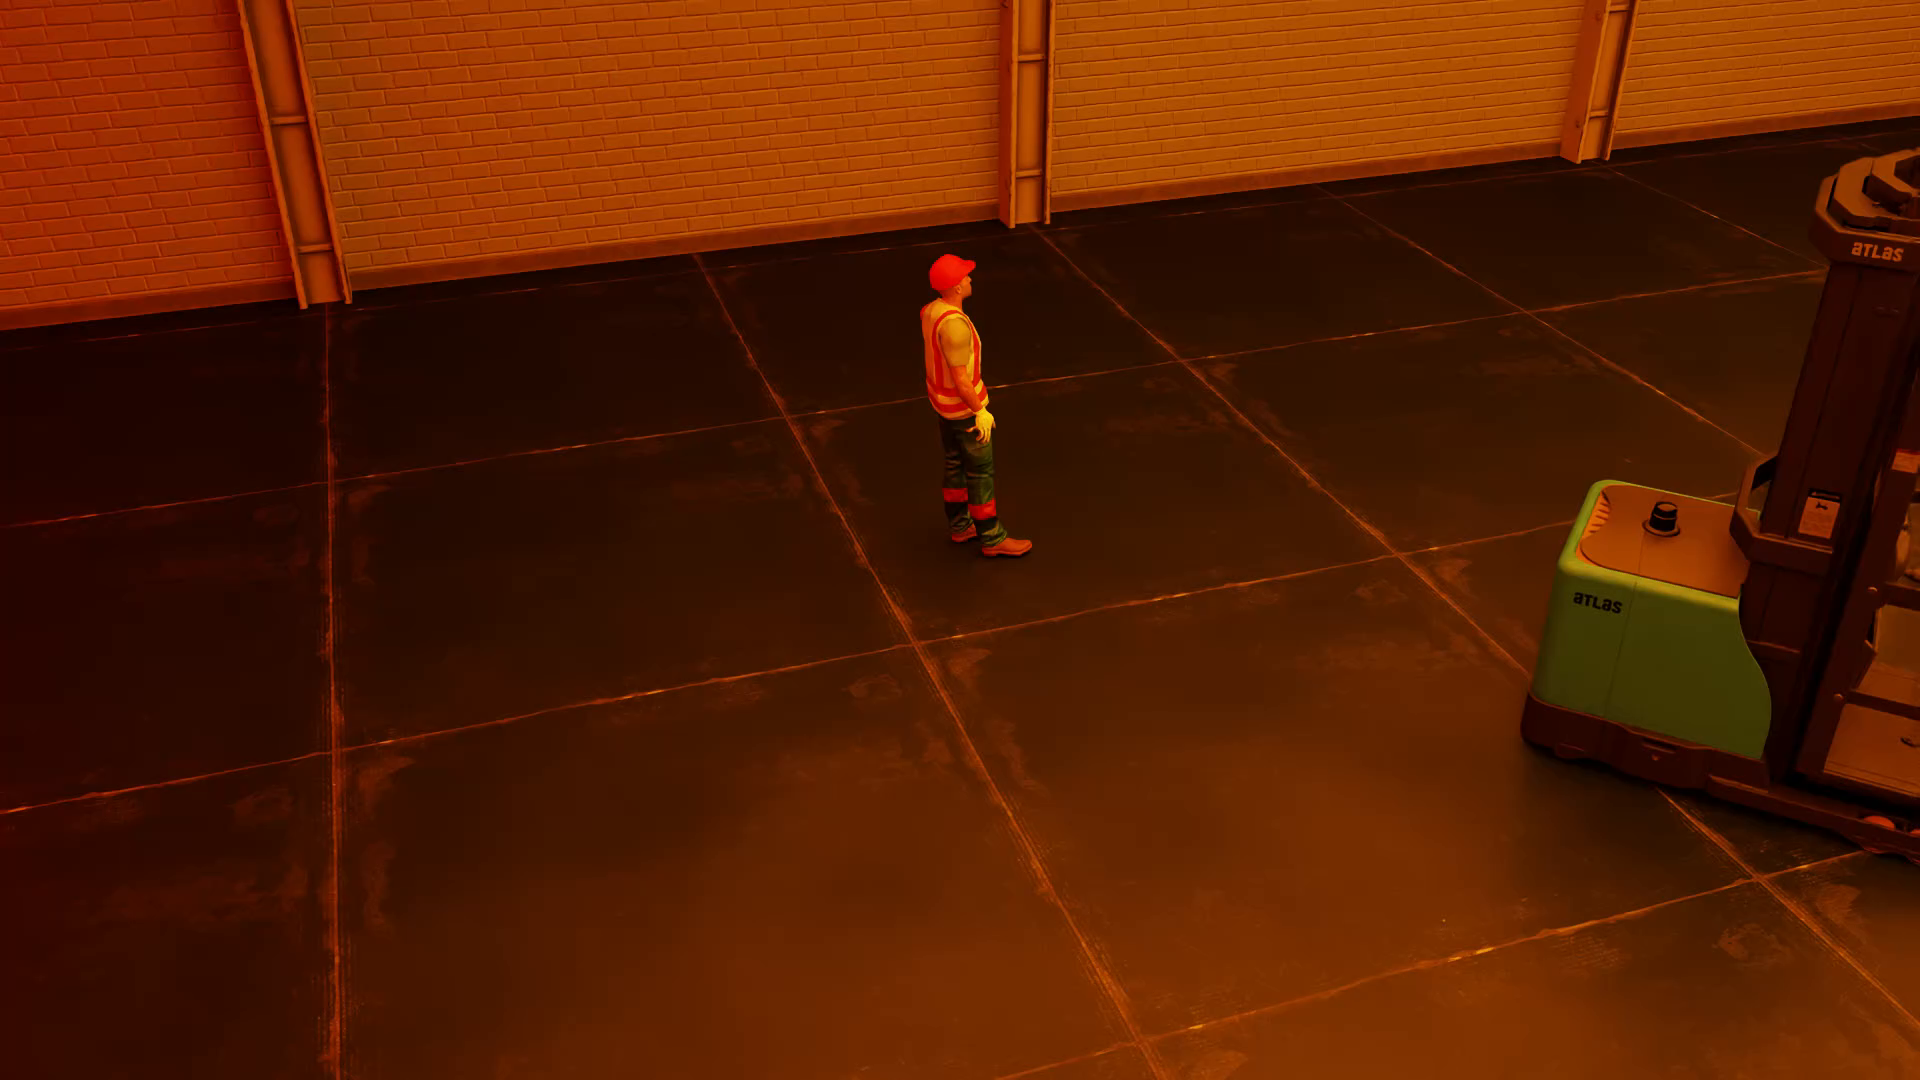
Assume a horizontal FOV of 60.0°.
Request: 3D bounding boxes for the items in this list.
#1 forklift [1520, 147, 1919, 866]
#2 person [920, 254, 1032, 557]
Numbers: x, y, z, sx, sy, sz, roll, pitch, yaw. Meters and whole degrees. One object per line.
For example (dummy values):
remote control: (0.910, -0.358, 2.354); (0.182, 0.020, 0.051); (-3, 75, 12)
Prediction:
forklift: (4.319, -0.107, 7.273); (3.031, 2.935, 1.130); (15, 33, 24)
person: (0.081, -0.789, 9.588); (0.562, 1.790, 0.637); (-10, 31, -16)
